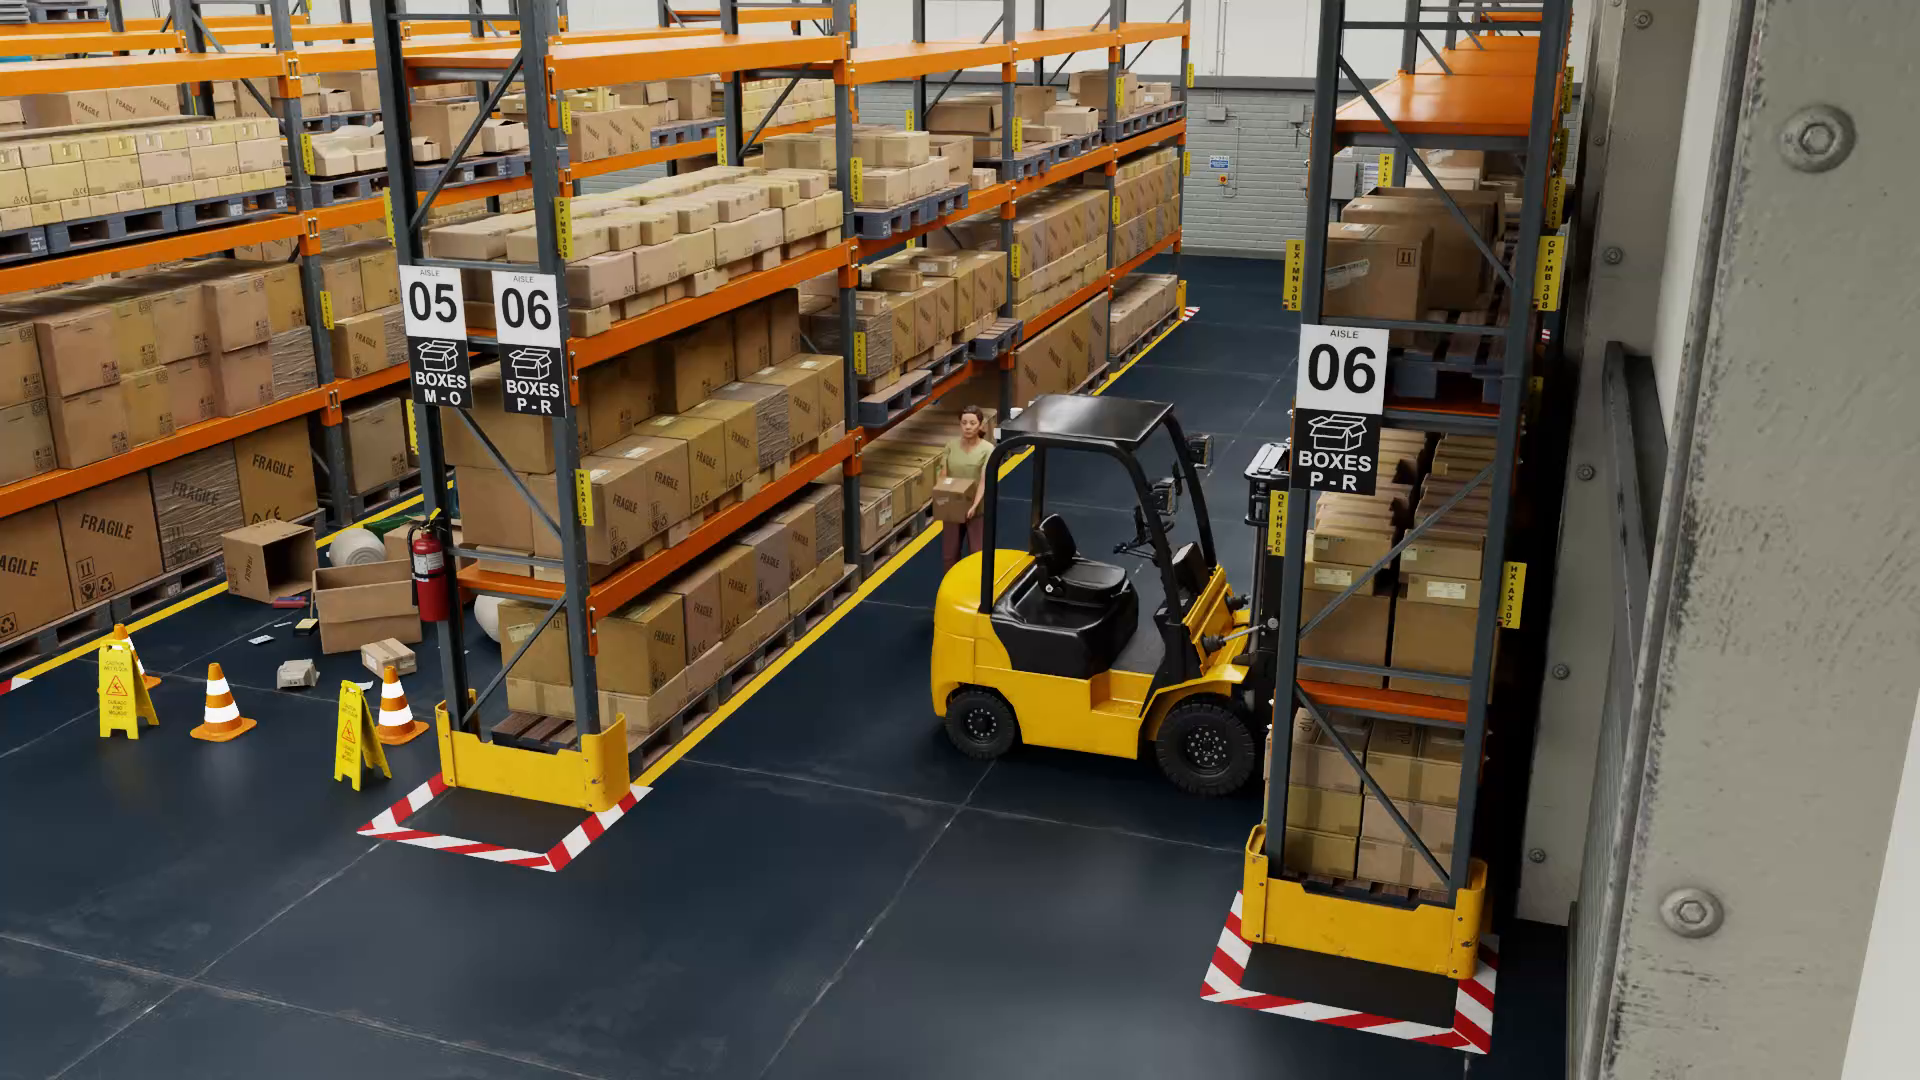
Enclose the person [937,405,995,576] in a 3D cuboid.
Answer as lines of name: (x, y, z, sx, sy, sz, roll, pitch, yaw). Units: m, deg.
person: (0.030, -0.184, 12.627, 0.425, 1.664, 0.551, 7, 20, 19)
